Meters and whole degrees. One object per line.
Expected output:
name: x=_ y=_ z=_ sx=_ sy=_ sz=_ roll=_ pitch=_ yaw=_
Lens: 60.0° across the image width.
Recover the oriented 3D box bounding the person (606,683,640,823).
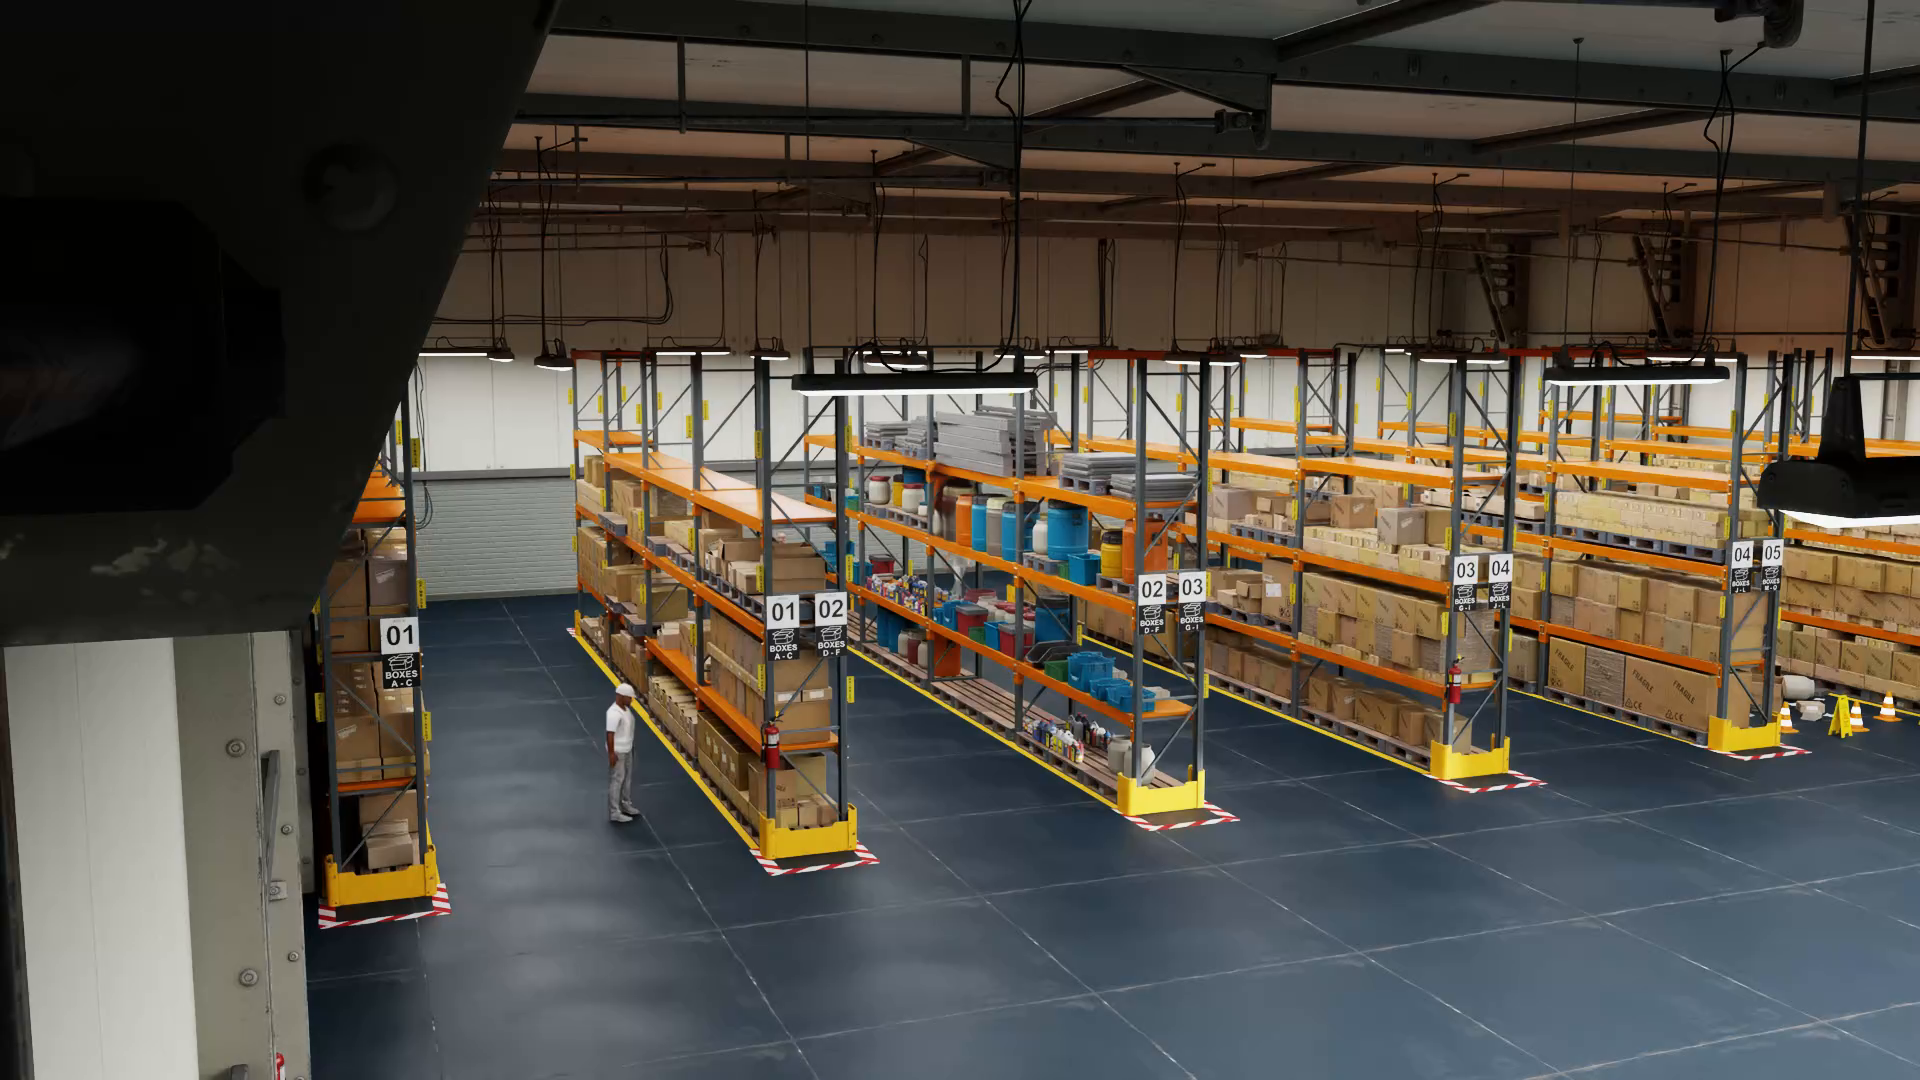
person: x=-4.419 y=2.752 z=21.804 sx=0.409 sy=1.770 sz=0.652 roll=1 pitch=7 yaw=7

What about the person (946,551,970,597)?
person: x=-0.020 y=0.667 z=39.251 sx=0.503 sy=1.691 sz=0.853 roll=-3 pitch=8 yaw=-25

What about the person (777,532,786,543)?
person: x=-4.156 y=0.692 z=38.367 sx=0.892 sy=1.739 sz=0.648 roll=1 pitch=7 yaw=11
